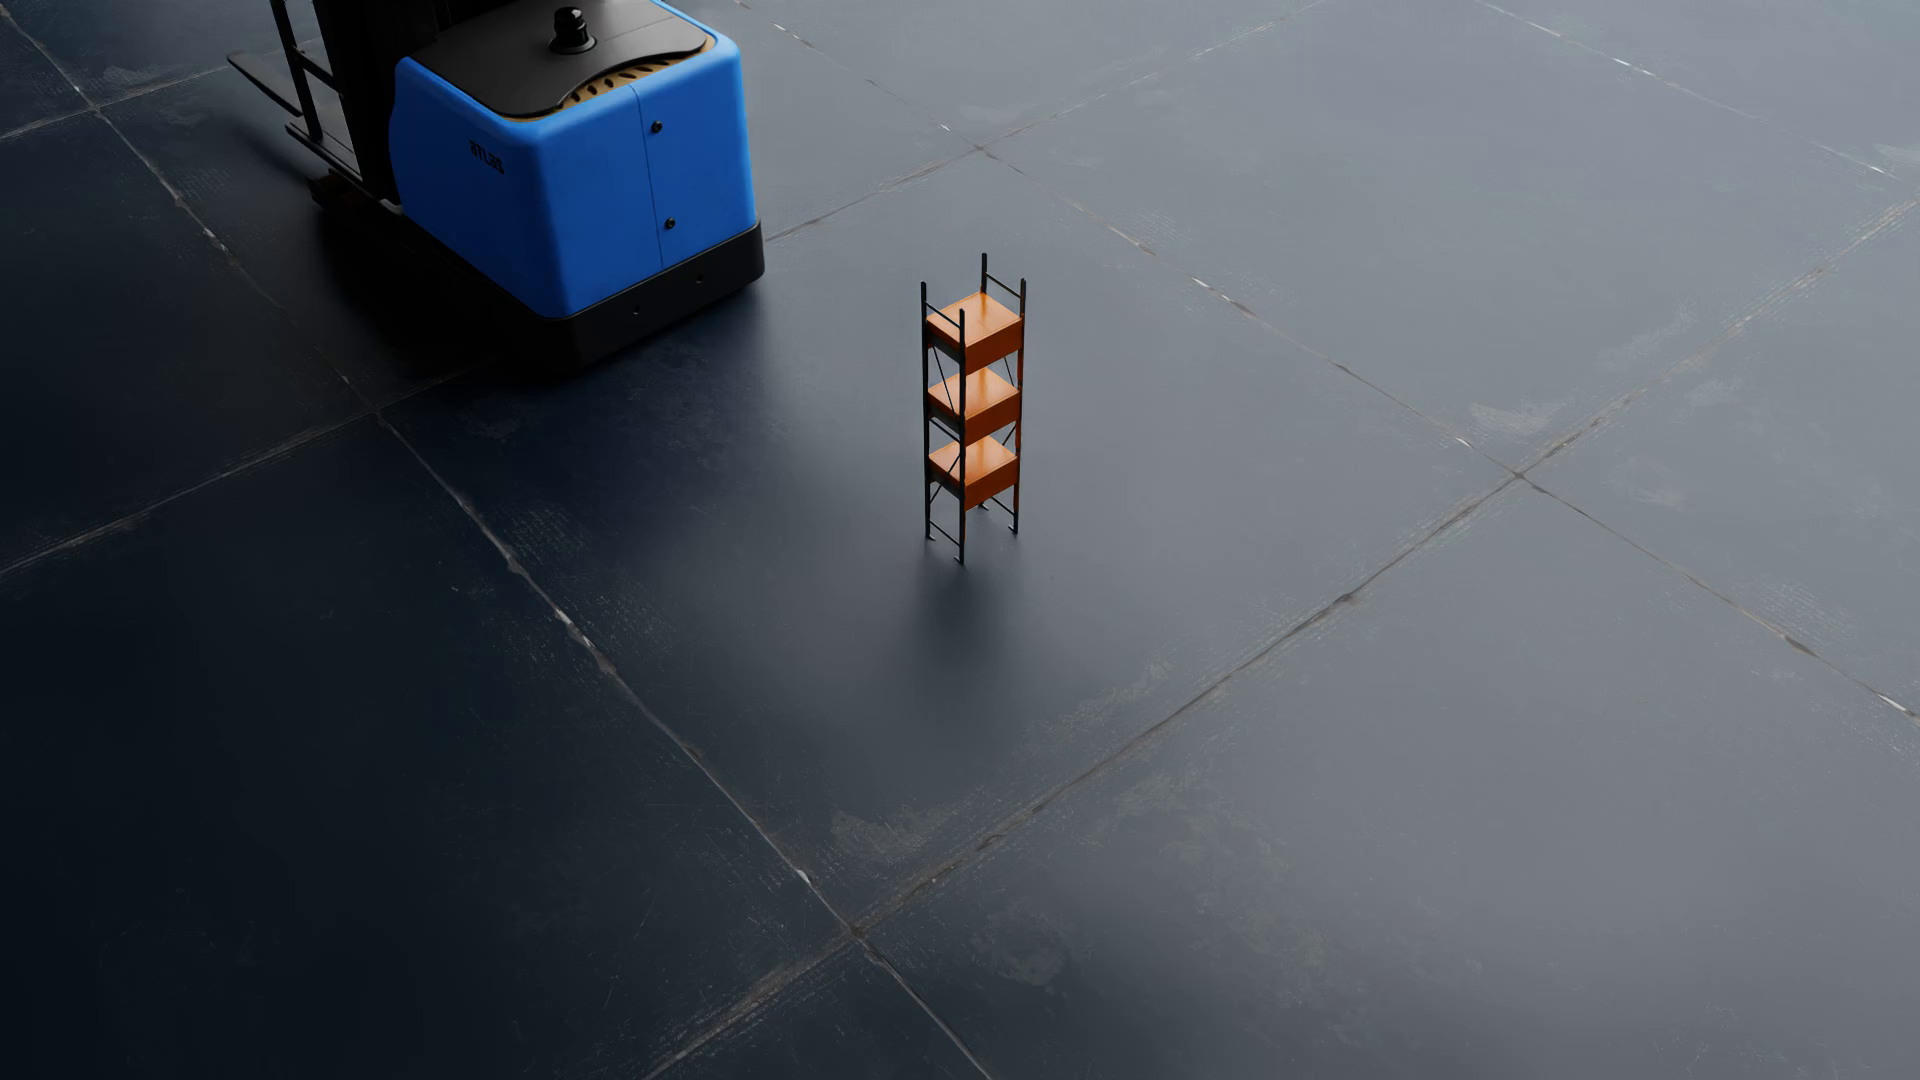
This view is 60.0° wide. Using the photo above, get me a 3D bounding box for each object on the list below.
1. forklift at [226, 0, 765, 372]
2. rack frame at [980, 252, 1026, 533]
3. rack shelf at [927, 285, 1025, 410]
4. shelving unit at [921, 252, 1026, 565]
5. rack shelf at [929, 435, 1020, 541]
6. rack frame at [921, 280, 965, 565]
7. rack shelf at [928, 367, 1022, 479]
[{"bbox_3d":[-2.184,-2.619,6.398,1.130,2.935,3.031,-33,53,-30],"label":"forklift"},{"bbox_3d":[0.135,-0.460,5.473,0.008,1.050,0.200,-30,51,-28],"label":"rack frame"},{"bbox_3d":[0.041,-0.605,5.229,0.240,0.259,0.215,-30,51,-28],"label":"rack shelf"},{"bbox_3d":[0.041,-0.406,5.416,0.252,1.050,0.215,-30,51,-28],"label":"shelving unit"},{"bbox_3d":[0.041,-0.196,5.613,0.240,0.259,0.215,-30,51,-28],"label":"rack shelf"},{"bbox_3d":[-0.053,-0.353,5.359,0.008,1.050,0.200,-30,51,-28],"label":"rack frame"},{"bbox_3d":[0.041,-0.398,5.423,0.240,0.259,0.215,-30,51,-28],"label":"rack shelf"}]
